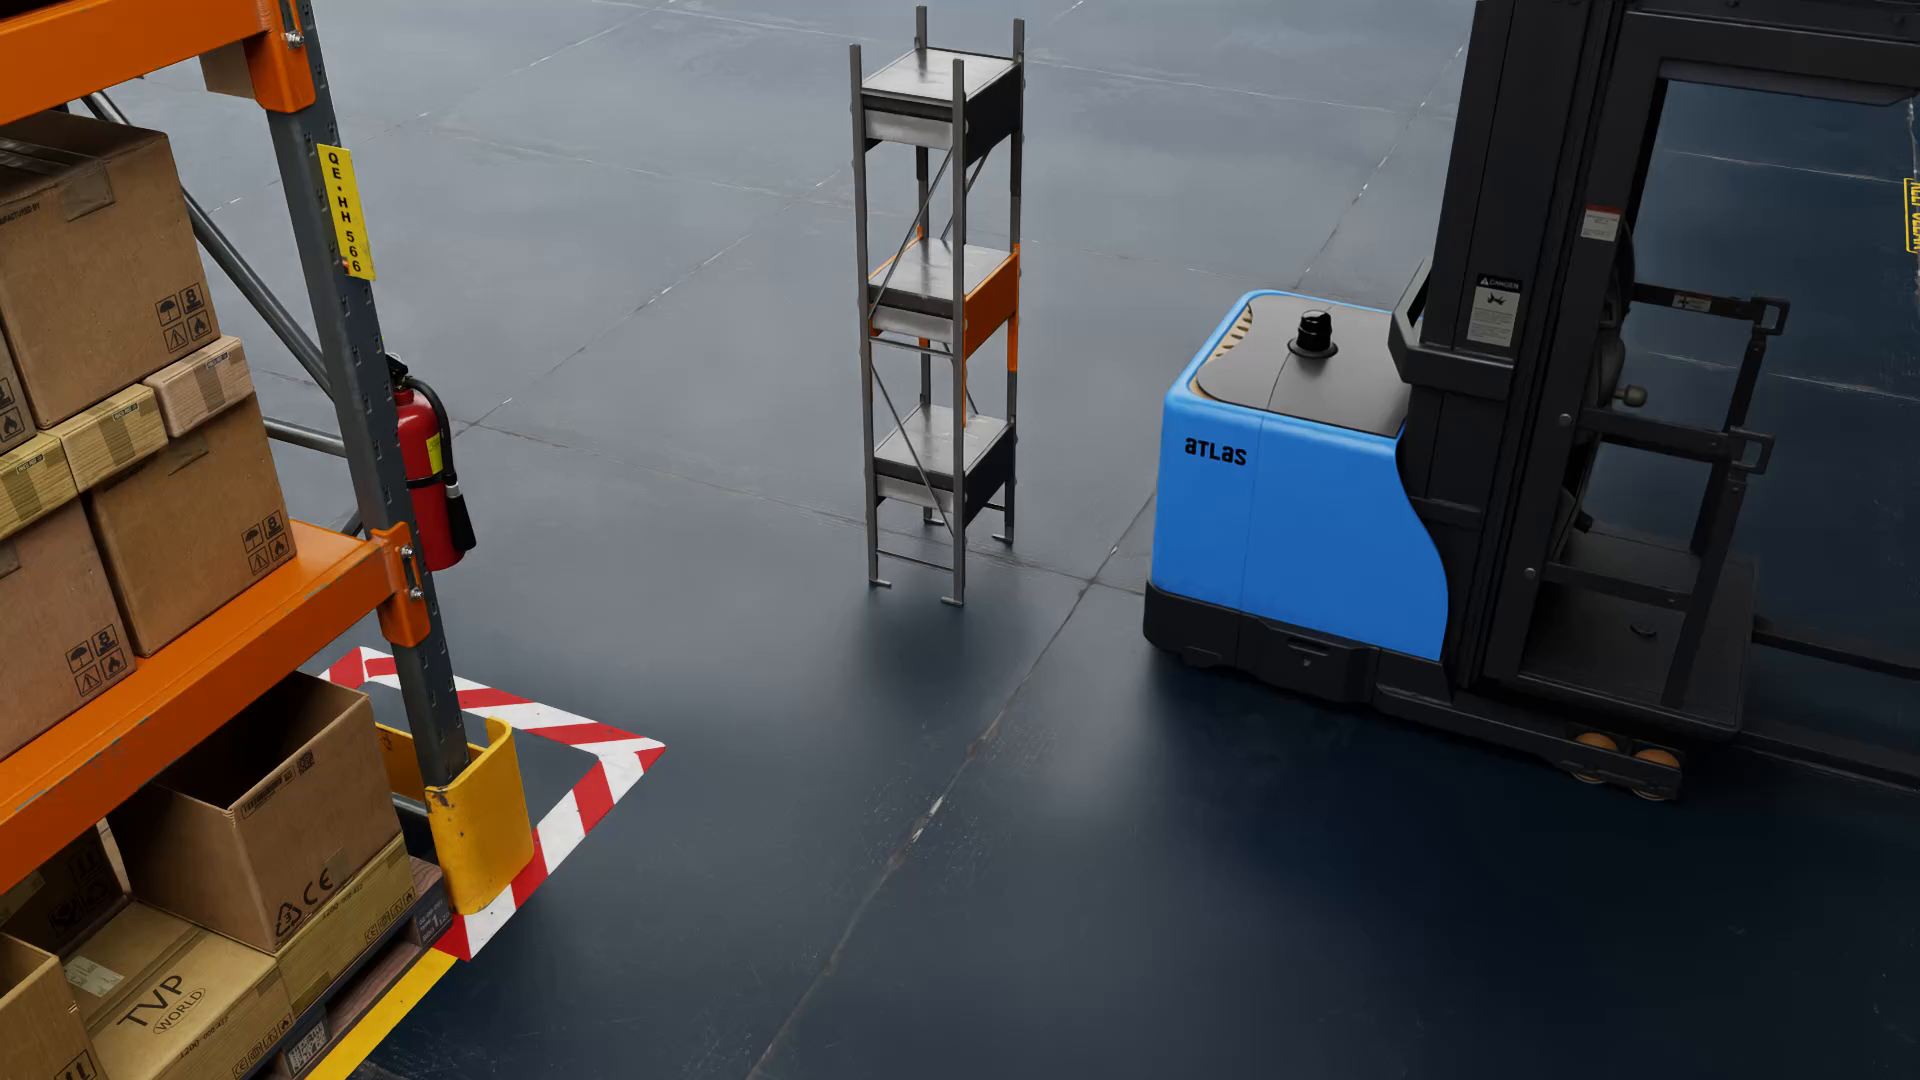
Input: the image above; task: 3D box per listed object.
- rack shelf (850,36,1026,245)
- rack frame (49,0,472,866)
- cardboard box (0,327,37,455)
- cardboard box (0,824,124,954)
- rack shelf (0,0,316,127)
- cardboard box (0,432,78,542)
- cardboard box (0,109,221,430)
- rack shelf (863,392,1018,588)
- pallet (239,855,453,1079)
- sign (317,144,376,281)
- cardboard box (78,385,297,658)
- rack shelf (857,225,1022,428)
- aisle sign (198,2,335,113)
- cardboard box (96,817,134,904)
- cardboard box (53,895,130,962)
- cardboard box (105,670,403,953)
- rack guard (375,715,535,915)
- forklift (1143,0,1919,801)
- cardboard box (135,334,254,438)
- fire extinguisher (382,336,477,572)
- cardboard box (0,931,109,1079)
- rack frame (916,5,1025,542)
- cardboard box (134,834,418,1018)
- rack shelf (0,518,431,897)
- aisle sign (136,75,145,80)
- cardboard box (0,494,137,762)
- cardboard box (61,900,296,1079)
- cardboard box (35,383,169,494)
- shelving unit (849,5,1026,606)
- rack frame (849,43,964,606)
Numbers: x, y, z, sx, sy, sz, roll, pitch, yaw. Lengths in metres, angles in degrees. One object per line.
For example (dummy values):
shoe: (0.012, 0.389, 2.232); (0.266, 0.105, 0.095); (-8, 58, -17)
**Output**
rack shelf: (-0.069, -1.370, 5.672); (0.431, 0.518, 0.480); (14, 36, 20)
rack frame: (-1.932, -0.317, 4.498); (1.000, 3.000, 0.127); (14, 36, 20)
cardboard box: (-2.376, -0.382, 3.323); (0.700, 0.500, 0.500); (13, 36, 19)
cardboard box: (-2.566, 0.809, 4.221); (0.500, 0.500, 0.500); (14, 36, 20)
rack shelf: (-2.769, -0.274, 2.353); (1.077, 0.370, 4.000); (14, 36, 20)
cardboard box: (-2.134, -0.138, 3.542); (0.380, 0.149, 0.250); (14, 36, 20)
cardboard box: (-2.161, -0.645, 3.724); (0.700, 0.500, 0.500); (14, 36, 21)
rack shelf: (-0.069, -0.199, 6.440); (0.431, 0.518, 0.480); (14, 36, 20)
pallet: (-2.214, 1.240, 4.667); (1.003, 0.211, 1.213); (14, 36, 20)
sign: (-1.445, -0.769, 3.915); (0.100, 0.325, 0.005); (14, 36, 20)
cardboard box: (-2.139, -0.129, 4.120); (0.700, 0.500, 0.500); (14, 36, 20)
rack shelf: (-0.069, -0.784, 6.056); (0.431, 0.518, 0.480); (14, 36, 20)
aisle sign: (-1.638, -1.369, 3.732); (0.394, 0.787, 0.004); (14, 36, 20)
cardboard box: (-2.359, 0.873, 4.807); (0.500, 0.250, 0.500); (14, 36, 20)
cardboard box: (-2.565, 1.123, 4.426); (0.500, 0.250, 0.500); (14, 36, 20)
cardboard box: (-1.886, 0.679, 4.419); (0.500, 0.500, 0.500); (14, 36, 20)
rack guard: (-1.922, 0.717, 5.201); (1.175, 0.500, 0.348); (14, 36, 20)
forklift: (2.229, -0.706, 5.154); (3.031, 2.935, 1.130); (14, 36, 21)
cardboard box: (-1.919, -0.396, 3.935); (0.380, 0.149, 0.250); (14, 36, 20)
fire extinguisher: (-1.461, -0.237, 4.446); (0.296, 0.674, 0.183); (14, 36, 20)
cardboard box: (-2.291, 1.181, 3.655); (0.500, 0.500, 0.500); (14, 36, 20)
rack frame: (0.033, -0.917, 6.234); (0.400, 2.100, 0.015); (14, 36, 20)
cardboard box: (-1.888, 0.992, 4.626); (0.500, 0.250, 0.500); (14, 36, 20)
rack shelf: (-2.769, 0.980, 3.176); (1.077, 0.370, 4.000); (14, 36, 20)
aisle sign: (-2.183, -1.507, 3.942); (0.394, 0.787, 0.004); (14, 36, 20)
cardboard box: (-2.355, 0.134, 3.720); (0.700, 0.500, 0.500); (15, 36, 22)
cardboard box: (-2.087, 1.244, 4.242); (0.500, 0.250, 0.500); (14, 36, 20)
cardboard box: (-2.027, -0.265, 3.736); (0.380, 0.149, 0.250); (15, 36, 22)
shelving unit: (-0.069, -0.796, 6.049); (0.431, 2.100, 0.503); (14, 36, 20)
rack frame: (-0.171, -0.674, 5.863); (0.400, 2.100, 0.015); (14, 36, 20)
